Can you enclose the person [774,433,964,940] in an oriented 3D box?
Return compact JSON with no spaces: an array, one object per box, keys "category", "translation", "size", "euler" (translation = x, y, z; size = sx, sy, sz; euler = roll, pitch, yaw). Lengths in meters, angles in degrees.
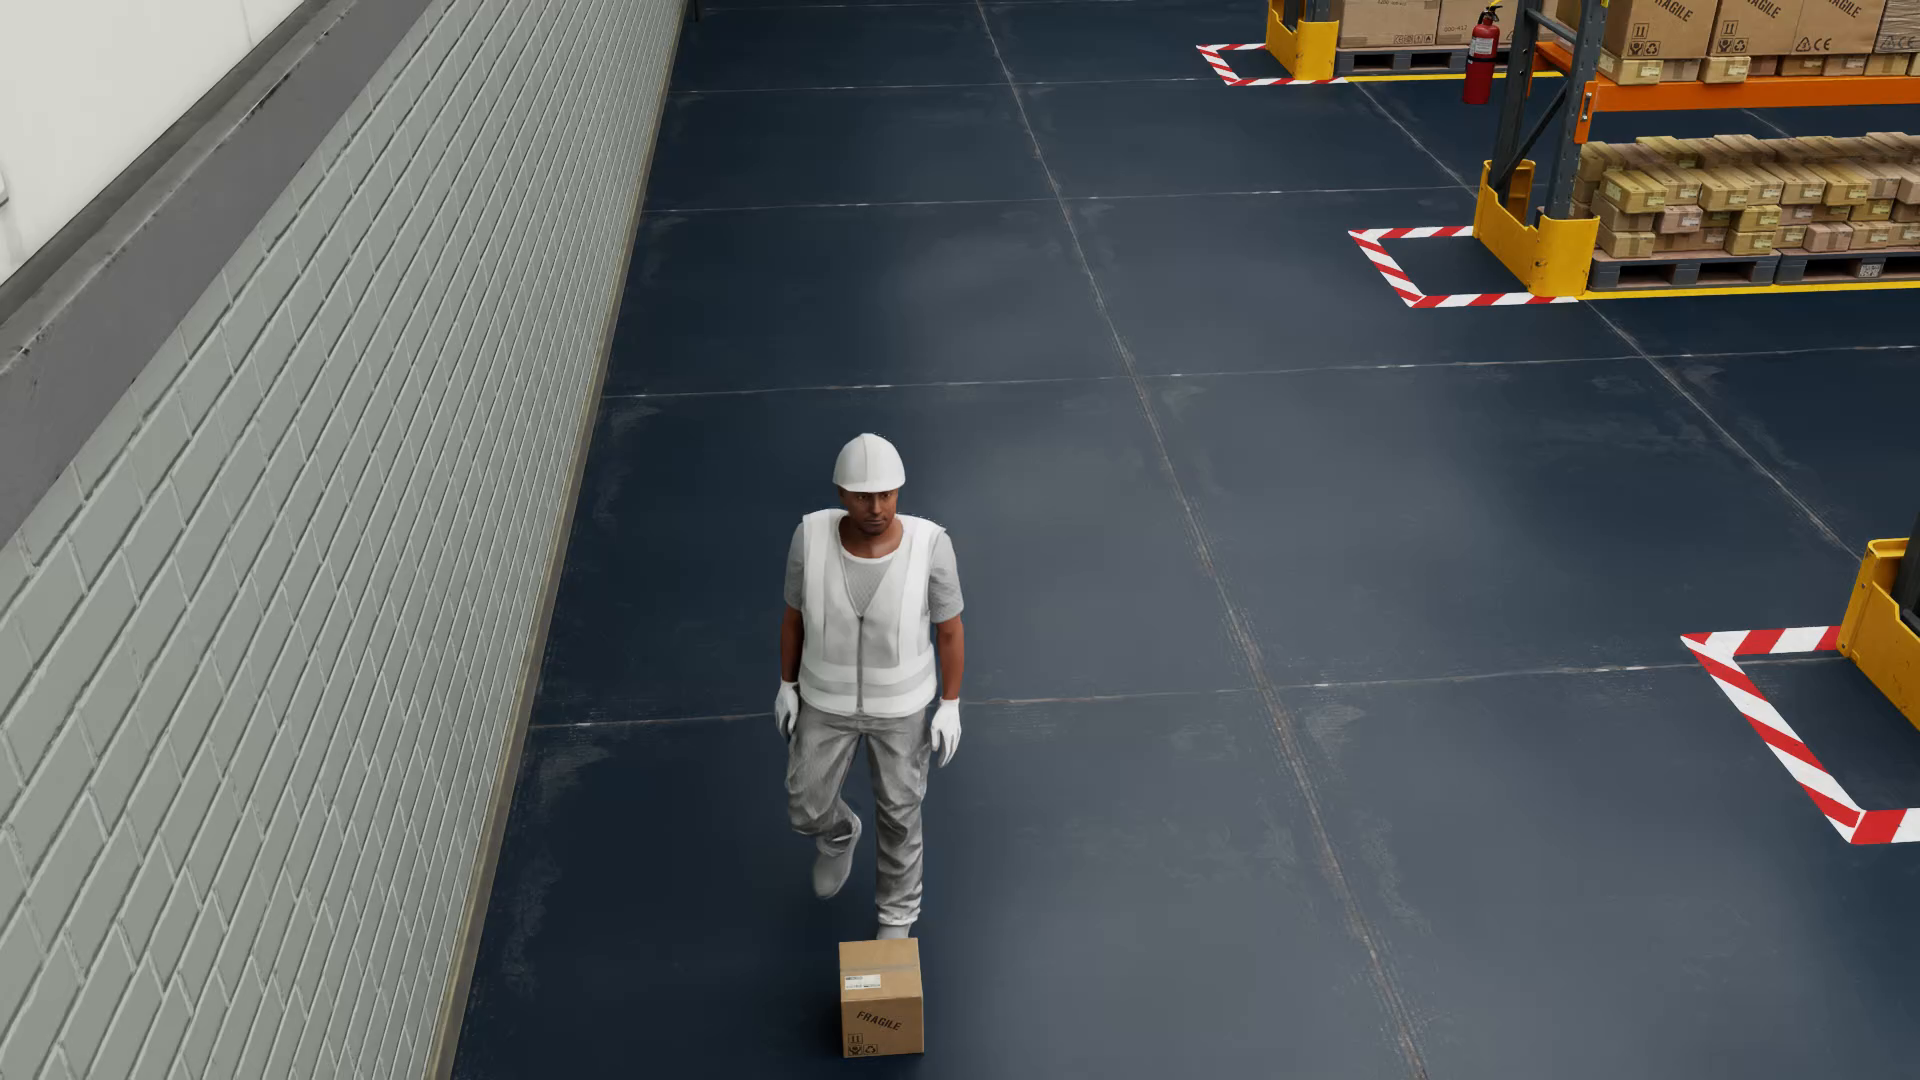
[{"category":"person","translation":[-0.293,0.522,5.185],"size":[0.605,1.781,0.570],"euler":[2,31,4]}]
